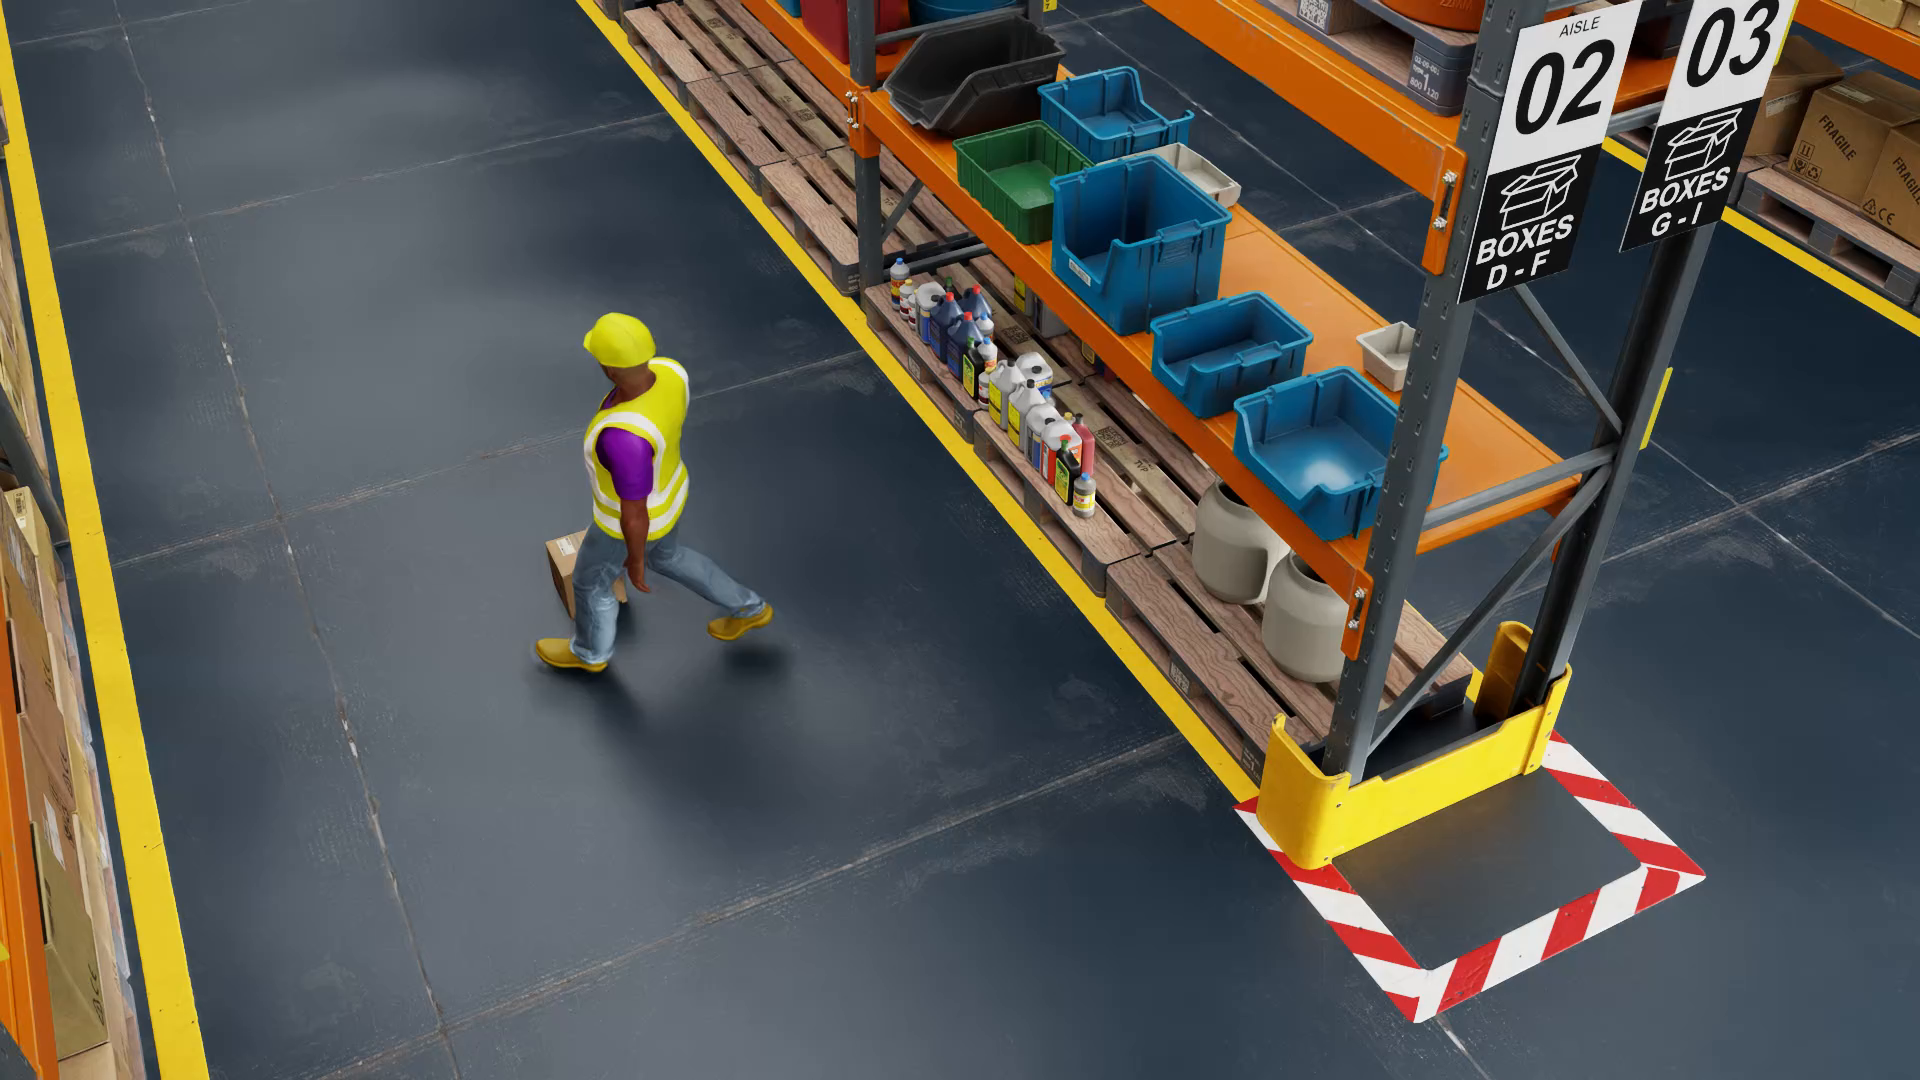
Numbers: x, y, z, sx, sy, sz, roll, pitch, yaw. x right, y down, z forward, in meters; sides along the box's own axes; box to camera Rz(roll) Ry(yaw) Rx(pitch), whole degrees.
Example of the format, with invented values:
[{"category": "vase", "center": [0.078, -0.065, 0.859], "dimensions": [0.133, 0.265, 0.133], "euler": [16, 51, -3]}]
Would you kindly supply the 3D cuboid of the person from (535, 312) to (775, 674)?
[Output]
[{"category": "person", "center": [-1.263, -0.153, 6.349], "dimensions": [0.959, 1.724, 0.589], "euler": [9, 42, 10]}]
